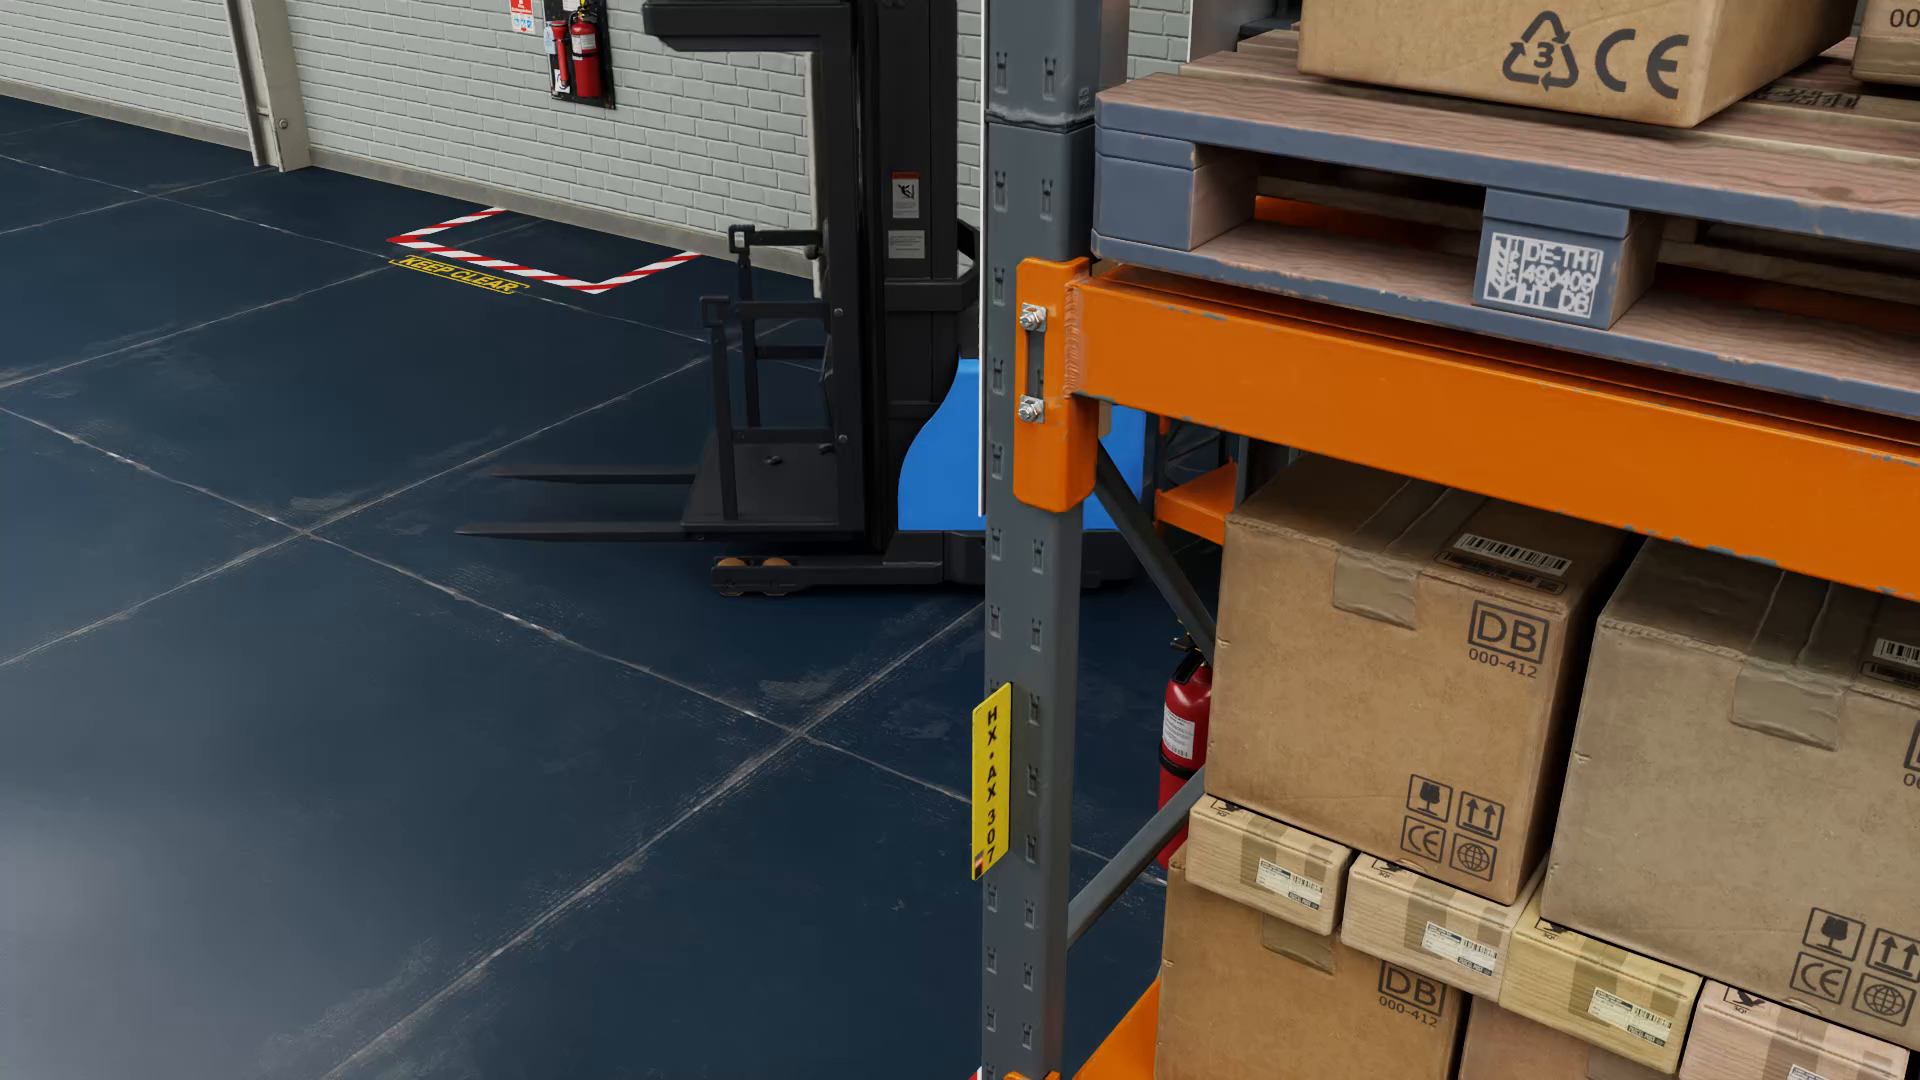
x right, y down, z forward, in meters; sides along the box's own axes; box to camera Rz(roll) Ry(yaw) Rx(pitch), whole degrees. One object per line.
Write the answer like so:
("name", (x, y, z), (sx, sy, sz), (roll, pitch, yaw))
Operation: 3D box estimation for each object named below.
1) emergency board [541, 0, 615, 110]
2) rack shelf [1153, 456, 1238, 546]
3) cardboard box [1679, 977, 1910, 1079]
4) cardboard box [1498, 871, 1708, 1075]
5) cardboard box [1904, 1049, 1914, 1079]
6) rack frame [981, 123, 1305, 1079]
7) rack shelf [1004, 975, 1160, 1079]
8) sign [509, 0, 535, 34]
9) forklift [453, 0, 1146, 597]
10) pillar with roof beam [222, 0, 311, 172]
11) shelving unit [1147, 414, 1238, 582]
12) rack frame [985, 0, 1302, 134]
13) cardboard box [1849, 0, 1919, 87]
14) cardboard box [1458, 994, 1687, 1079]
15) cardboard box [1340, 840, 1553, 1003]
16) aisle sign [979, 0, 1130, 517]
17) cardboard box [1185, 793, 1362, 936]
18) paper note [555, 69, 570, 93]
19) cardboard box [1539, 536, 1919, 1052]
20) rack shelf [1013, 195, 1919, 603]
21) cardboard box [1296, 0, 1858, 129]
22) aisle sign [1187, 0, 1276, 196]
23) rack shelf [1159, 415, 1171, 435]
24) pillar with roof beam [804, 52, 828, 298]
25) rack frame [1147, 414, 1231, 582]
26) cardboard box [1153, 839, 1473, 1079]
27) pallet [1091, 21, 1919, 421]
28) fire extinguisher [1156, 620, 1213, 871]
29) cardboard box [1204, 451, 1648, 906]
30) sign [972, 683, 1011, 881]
("emergency board", (-2.724, -3.585, 11.487), (0.643, 1.169, 0.194), (17, 32, 30))
("rack shelf", (1.374, -0.013, 7.073), (0.538, 0.278, 1.000), (-23, 35, -38))
("cardboard box", (1.201, 0.646, 2.348), (0.250, 0.149, 0.380), (17, 31, 30))
("cardboard box", (0.994, 0.580, 2.477), (0.250, 0.149, 0.380), (17, 32, 31))
("cardboard box", (1.588, 0.944, 2.477), (0.500, 0.500, 0.700), (18, 32, 31))
("rack frame", (0.369, 0.601, 3.261), (0.127, 3.000, 1.000), (17, 32, 30))
("rack shelf", (2.017, 1.436, 2.415), (4.000, 0.370, 1.077), (17, 32, 30))
("sign", (-3.121, -3.781, 11.833), (0.234, 0.329, 0.001), (17, 32, 30))
("forklift", (-0.723, -1.300, 7.072), (3.031, 2.935, 1.130), (0, 27, 0))
("pillar with roof beam", (-8.092, -5.541, 8.716), (0.400, 9.000, 9.100), (17, 32, 30))
("shelving unit", (1.374, -0.230, 6.963), (0.538, 1.125, 1.048), (-23, 35, -38))
("rack frame", (0.369, -2.072, 1.900), (0.127, 3.000, 1.000), (17, 32, 30))
("cardboard box", (1.467, -0.721, 2.100), (0.500, 0.250, 0.500), (17, 32, 30))
("cardboard box", (1.182, 0.815, 2.732), (0.500, 0.500, 0.700), (18, 32, 32))
("cardboard box", (0.789, 0.516, 2.604), (0.250, 0.149, 0.380), (16, 31, 29))
("aisle sign", (0.141, -0.459, 2.479), (0.004, 0.787, 0.394), (17, 32, 30))
("cardboard box", (0.570, 0.449, 2.735), (0.250, 0.149, 0.380), (17, 32, 30))
("paper note", (-2.831, -3.263, 11.827), (0.142, 0.148, 0.016), (17, 32, 30))
("cardboard box", (1.227, 0.250, 2.411), (0.500, 0.500, 0.700), (16, 31, 29))
("rack shelf", (2.017, 0.099, 1.735), (4.000, 0.370, 1.077), (17, 32, 30))
("cardboard box", (0.840, -0.882, 2.137), (0.637, 0.503, 0.797), (20, 33, 34))
("aisle sign", (0.481, -0.684, 2.920), (0.004, 0.787, 0.394), (17, 32, 30))
("rack shelf", (1.374, -0.491, 6.830), (0.538, 0.278, 1.000), (-23, 35, -38))
("pillar with roof beam", (-3.146, -4.000, 5.688), (0.400, 9.000, 9.100), (17, 32, 30))
("rack frame", (1.023, -0.397, 7.290), (0.500, 1.125, 0.032), (-23, 35, -38))
("cardboard box", (0.746, 0.682, 2.993), (0.500, 0.500, 0.700), (17, 32, 30))
("pallet", (0.937, -0.505, 2.225), (1.213, 0.211, 1.003), (17, 32, 30))
("fire extinguisher", (0.534, 0.432, 3.679), (0.183, 0.674, 0.296), (17, 32, 30))
("cardboard box", (0.790, 0.117, 2.672), (0.500, 0.500, 0.700), (17, 32, 30))
("sign", (0.050, 0.386, 2.642), (0.005, 0.325, 0.100), (17, 32, 30))
